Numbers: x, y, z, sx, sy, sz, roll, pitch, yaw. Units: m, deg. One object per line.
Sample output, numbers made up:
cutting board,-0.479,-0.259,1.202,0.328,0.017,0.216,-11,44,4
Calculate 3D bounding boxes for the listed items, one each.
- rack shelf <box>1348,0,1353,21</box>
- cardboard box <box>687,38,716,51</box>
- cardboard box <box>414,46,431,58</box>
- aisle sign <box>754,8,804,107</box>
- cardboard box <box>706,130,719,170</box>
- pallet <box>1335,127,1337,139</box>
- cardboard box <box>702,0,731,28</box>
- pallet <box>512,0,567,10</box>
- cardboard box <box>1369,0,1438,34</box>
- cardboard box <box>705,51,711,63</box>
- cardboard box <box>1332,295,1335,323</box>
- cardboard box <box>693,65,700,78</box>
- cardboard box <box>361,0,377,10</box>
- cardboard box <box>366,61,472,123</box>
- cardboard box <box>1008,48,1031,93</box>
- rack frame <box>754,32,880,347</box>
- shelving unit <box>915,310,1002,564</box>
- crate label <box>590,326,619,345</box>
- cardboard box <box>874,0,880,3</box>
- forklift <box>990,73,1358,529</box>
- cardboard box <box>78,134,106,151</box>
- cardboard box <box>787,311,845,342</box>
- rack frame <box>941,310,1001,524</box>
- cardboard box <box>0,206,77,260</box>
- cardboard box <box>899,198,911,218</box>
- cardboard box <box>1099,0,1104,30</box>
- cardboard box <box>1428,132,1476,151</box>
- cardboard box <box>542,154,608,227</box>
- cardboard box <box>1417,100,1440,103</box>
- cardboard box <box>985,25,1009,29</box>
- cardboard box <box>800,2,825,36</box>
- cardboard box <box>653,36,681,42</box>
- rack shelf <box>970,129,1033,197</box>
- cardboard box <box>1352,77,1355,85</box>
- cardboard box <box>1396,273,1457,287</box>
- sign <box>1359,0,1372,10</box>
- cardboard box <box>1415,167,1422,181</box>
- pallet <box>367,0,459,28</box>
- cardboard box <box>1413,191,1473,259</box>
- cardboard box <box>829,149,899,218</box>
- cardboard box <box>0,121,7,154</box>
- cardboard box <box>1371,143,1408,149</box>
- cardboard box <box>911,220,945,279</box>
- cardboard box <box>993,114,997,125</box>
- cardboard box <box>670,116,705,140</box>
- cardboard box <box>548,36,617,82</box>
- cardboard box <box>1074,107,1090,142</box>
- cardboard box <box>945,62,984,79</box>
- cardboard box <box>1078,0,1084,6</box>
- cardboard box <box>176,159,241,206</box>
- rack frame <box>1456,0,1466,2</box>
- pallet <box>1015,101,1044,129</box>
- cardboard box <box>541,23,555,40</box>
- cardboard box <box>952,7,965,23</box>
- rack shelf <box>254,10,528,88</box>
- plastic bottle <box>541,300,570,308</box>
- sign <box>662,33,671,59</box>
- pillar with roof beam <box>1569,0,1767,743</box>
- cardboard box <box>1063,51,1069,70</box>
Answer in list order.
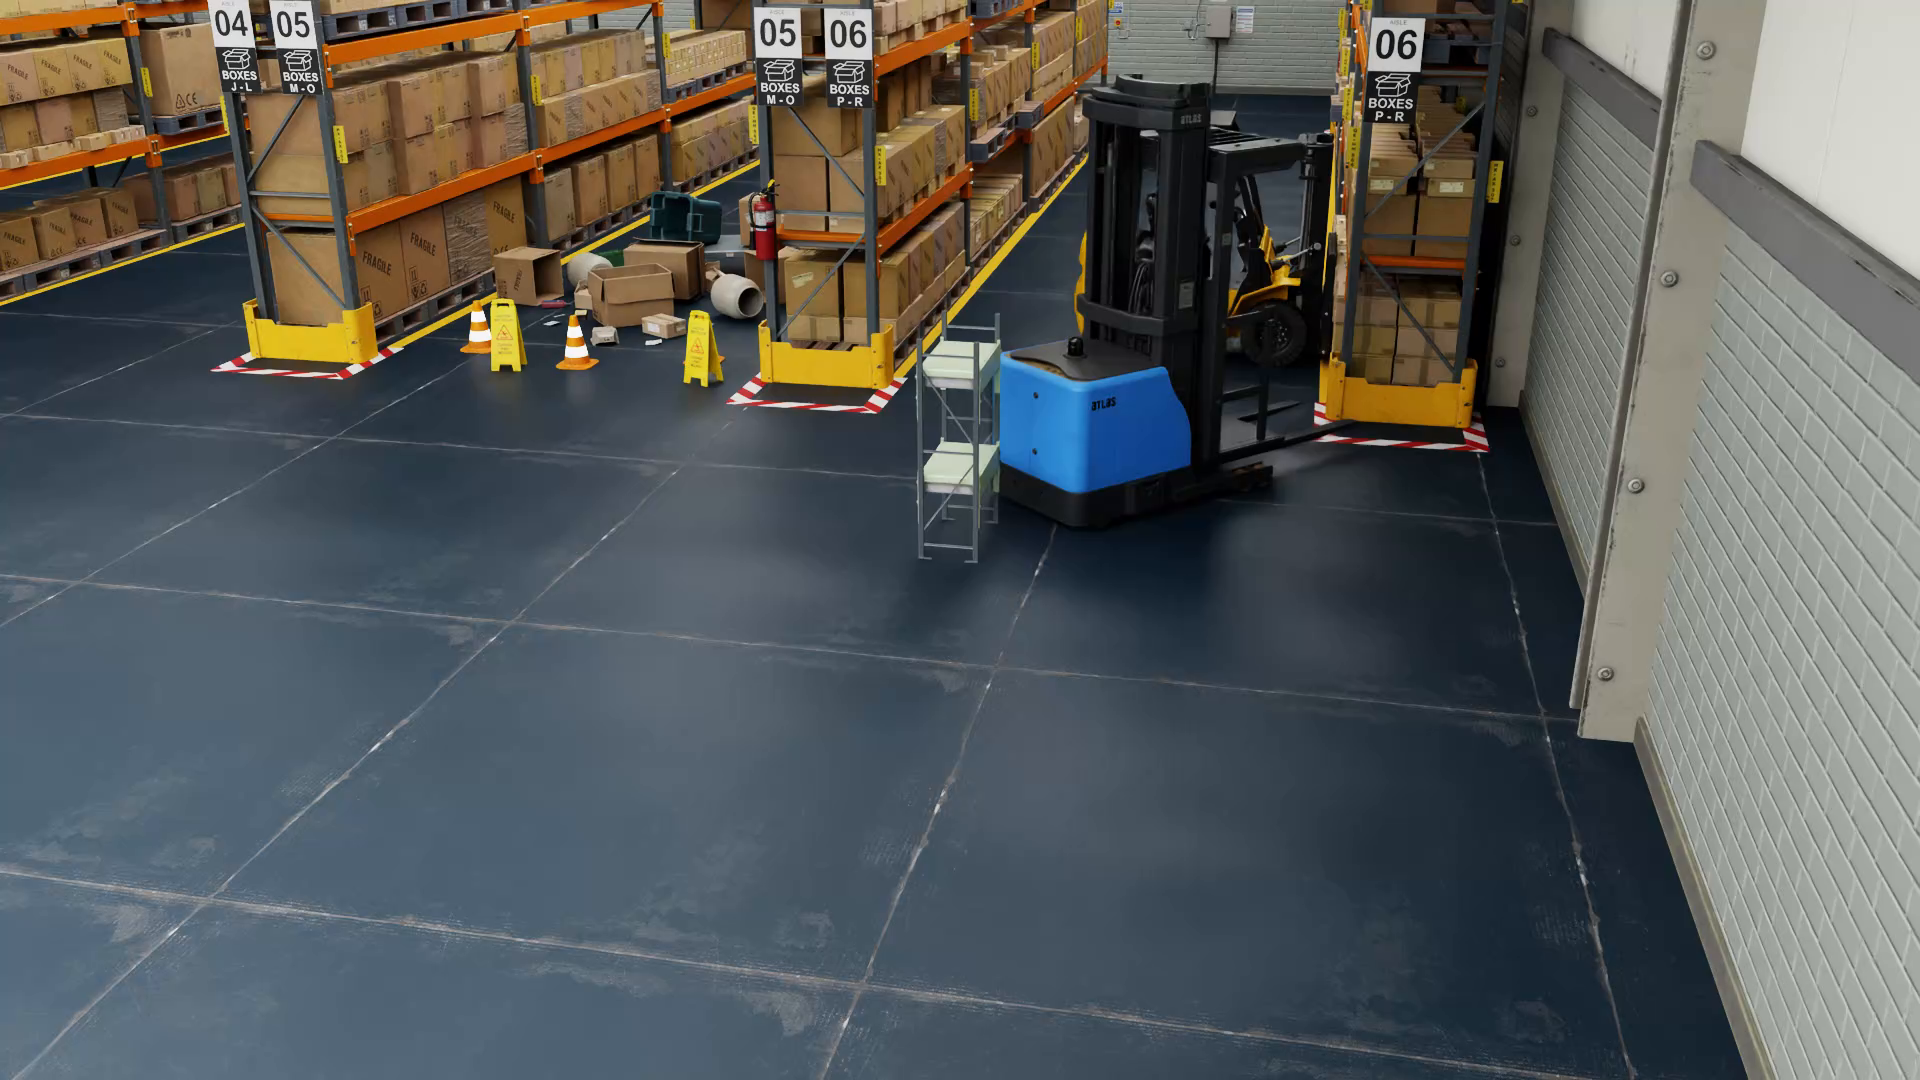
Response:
rack shelf,5.695,-7.135,22.001,1.077,0.370,4.000,4,22,11
cardboard box,-3.781,-7.242,24.297,0.380,0.149,0.250,3,22,9
cardboard box,-8.494,-7.423,25.637,0.500,0.500,0.500,4,22,10
aisle sign,-1.502,-4.002,13.796,0.394,0.787,0.004,4,22,11
cardboard box,-3.846,-5.710,24.299,0.500,0.500,0.500,4,22,10
pallet,6.742,-6.658,27.604,1.003,0.211,1.213,4,22,11
cardboard box,-3.792,-8.367,26.242,0.500,0.500,0.500,4,22,9
pallet,-5.117,-6.242,19.078,0.805,0.209,1.217,4,22,9
cardboard box,3.506,-4.279,13.119,0.500,0.500,0.500,5,23,13
cardboard box,-3.832,-7.011,24.122,0.380,0.149,0.250,5,23,13
cardboard box,3.646,-2.146,15.116,0.500,0.250,0.500,4,22,10
cardboard box,-3.935,-6.683,23.705,0.380,0.149,0.250,5,23,13
cardboard box,-5.585,-4.939,15.227,0.380,0.149,0.250,5,22,11
cardboard box,-5.608,-4.641,17.216,0.875,0.550,0.550,4,22,11
cardboard box,0.606,-5.914,20.929,0.500,0.500,0.500,4,22,9
rack frame,-1.205,-2.797,14.283,1.000,3.000,0.127,4,22,11
shelving unit,-0.001,-0.693,11.067,0.431,1.500,0.755,4,22,11
crate label,-3.437,-1.977,16.079,0.250,0.136,0.298,-7,23,-17
cardboard box,-0.897,-4.649,14.136,0.380,0.149,0.250,4,22,11
forklift,1.708,-1.856,12.039,3.031,2.935,1.130,-15,26,-33
cardboard box,-9.959,-4.520,18.898,0.380,0.149,0.250,4,22,11
cardboard box,-1.299,-2.041,15.525,0.500,0.250,0.500,4,22,11
rack frame,0.073,-0.827,11.400,0.400,1.500,0.023,4,22,11
cardboard box,-10.371,-3.464,18.724,0.500,0.500,0.500,2,22,6
cardboard box,-0.665,-3.062,15.278,0.380,0.149,0.250,5,22,12
cardboard box,2.116,-8.771,27.644,0.500,0.500,0.500,5,22,11
cardboard box,4.303,-3.478,14.575,0.380,0.149,0.250,4,22,10
cardboard box,-5.016,-4.338,20.558,1.050,0.750,0.750,4,22,11
cardboard box,4.942,-4.623,17.814,0.380,0.149,0.250,4,22,10
cardboard box,0.373,-6.630,22.328,0.500,0.500,0.500,5,22,12
cardboard box,-1.365,-4.464,14.211,0.500,0.250,0.500,4,22,10
cardboard box,-4.365,-7.390,24.666,0.380,0.149,0.250,4,22,10
rack shelf,0.019,-4.657,19.866,1.077,0.370,4.000,4,22,11
cardboard box,4.853,-5.405,19.757,0.380,0.149,0.250,5,22,12
cardboard box,4.036,-2.147,14.450,0.500,0.250,0.500,4,22,11
sign,3.126,-4.232,12.751,0.100,0.325,0.005,4,22,11
cardboard box,4.024,-3.059,13.931,0.380,0.149,0.250,4,22,10
pallet,-5.684,-5.207,16.371,1.003,0.211,1.213,4,22,11
cardboard box,4.028,-2.626,13.725,0.500,0.500,0.500,5,23,13
cardboard box,-0.837,-3.133,14.586,0.500,0.500,0.500,4,22,10
cardboard box,-10.639,-4.307,17.501,0.875,0.500,0.500,4,22,11
cardboard box,3.568,-3.242,13.989,0.380,0.149,0.250,5,22,12
cardboard box,-0.452,-2.917,16.696,0.500,0.500,0.500,6,23,14
cardboard box,0.221,-4.897,19.272,0.380,0.149,0.250,5,22,11
cardboard box,-3.958,-5.865,23.682,0.500,0.250,0.500,4,22,10
cardboard box,-4.745,-6.037,20.856,0.700,0.500,0.500,4,22,10
cardboard box,1.659,-6.741,26.943,0.875,0.438,0.875,4,22,9
cardboard box,0.053,-5.085,18.001,0.380,0.149,0.250,4,22,11
cardboard box,1.720,-8.370,25.781,0.380,0.149,0.250,4,22,11
cardboard box,-9.715,-4.660,21.667,0.700,0.500,0.500,3,22,6
rack frame,4.471,-6.665,15.858,1.000,3.000,0.127,4,22,11
pallet,0.386,-5.365,20.916,1.213,0.211,1.003,4,22,11
cardboard box,-7.585,-9.089,29.709,0.500,0.250,0.500,4,22,10
cardboard box,-0.154,-5.396,17.057,0.380,0.149,0.250,5,22,11
rack shelf,-5.664,-4.926,16.518,1.077,0.370,4.000,4,22,11
plastic bottle,-4.230,-2.470,17.405,0.283,0.061,0.133,-3,22,-8
sign,-3.895,-6.559,22.074,0.100,0.325,0.005,4,22,11
pillar with roof beam,-0.760,-3.522,8.054,9.100,9.000,0.400,4,22,11
cardboard box,1.297,-6.985,24.213,0.500,0.250,0.500,5,22,12
